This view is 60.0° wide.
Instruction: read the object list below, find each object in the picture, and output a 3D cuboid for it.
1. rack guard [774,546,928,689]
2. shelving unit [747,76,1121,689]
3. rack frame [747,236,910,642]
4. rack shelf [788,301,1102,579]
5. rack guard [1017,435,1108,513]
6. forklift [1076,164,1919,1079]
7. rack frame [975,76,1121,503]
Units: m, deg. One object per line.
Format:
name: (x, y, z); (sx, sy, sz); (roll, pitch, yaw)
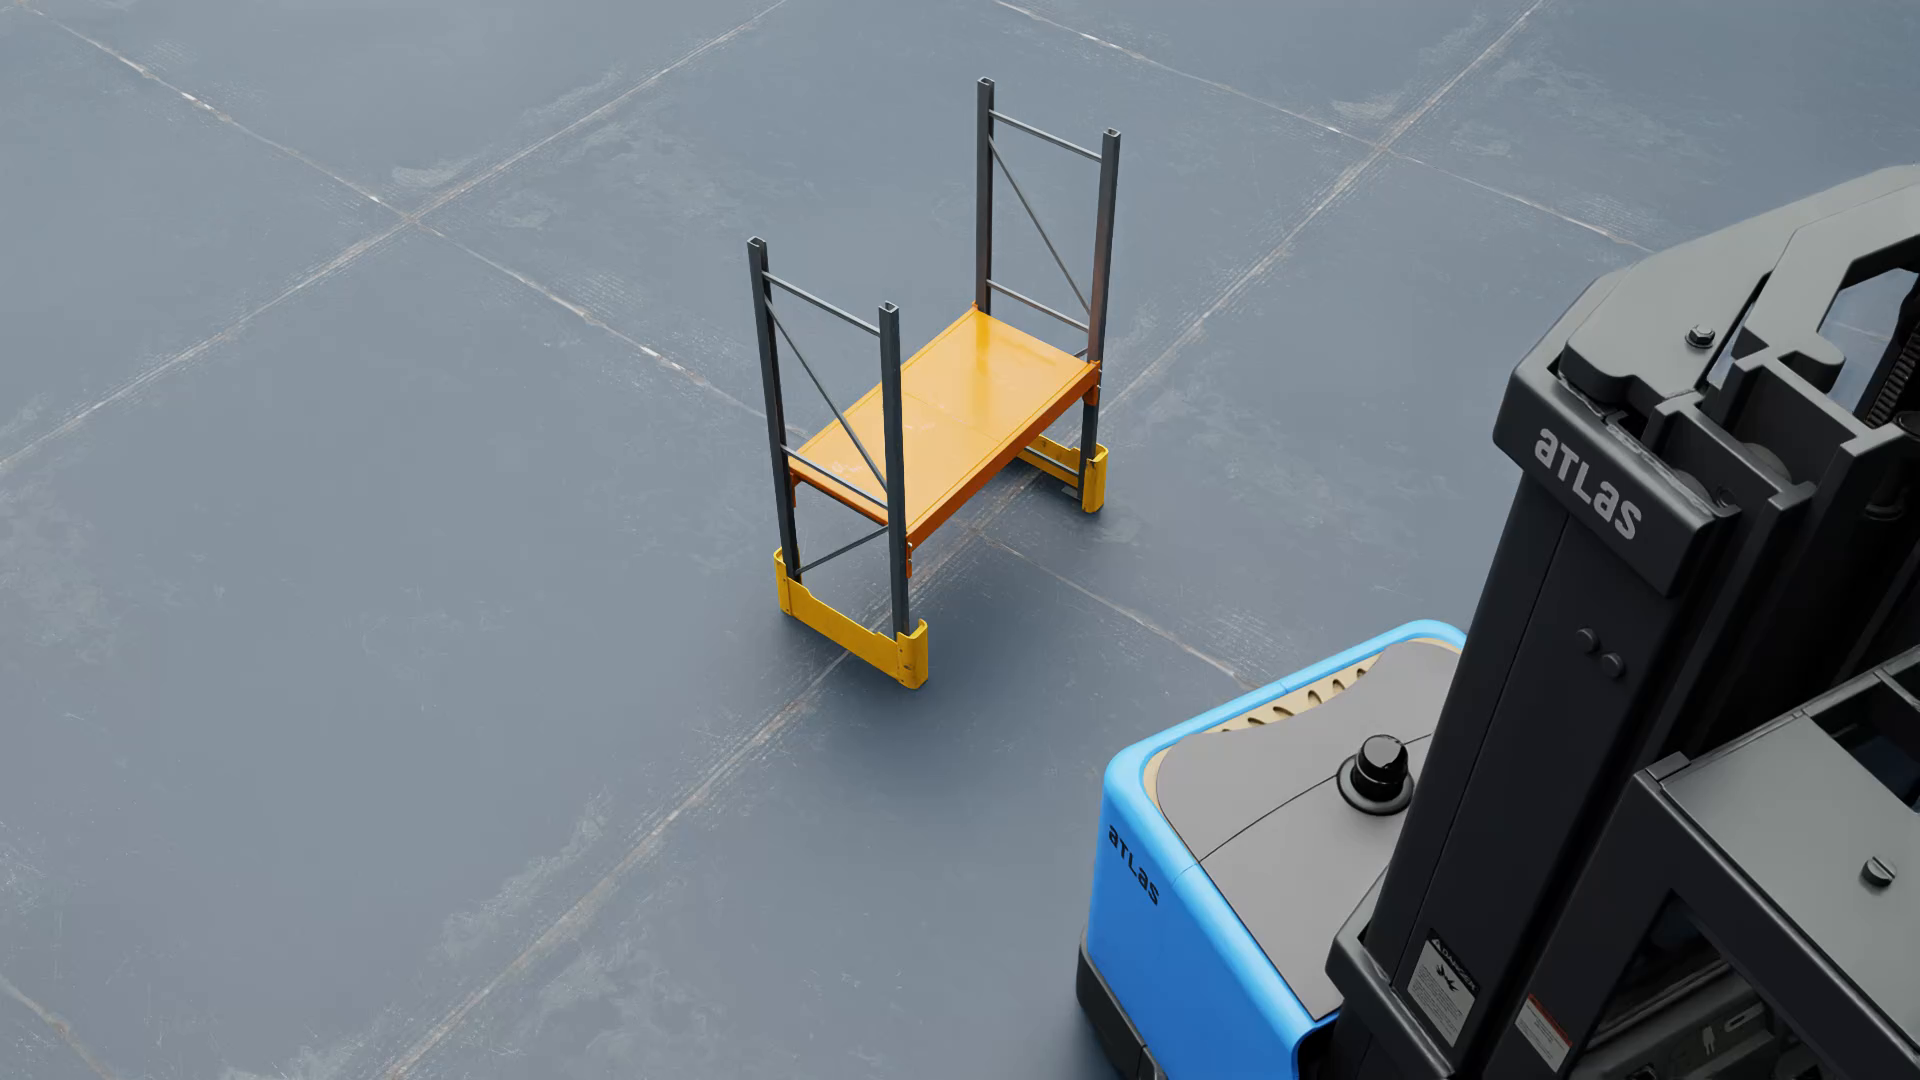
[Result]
rack guard: (-0.351, 0.242, 5.346); (0.587, 0.250, 0.087); (29, 53, 25)
shelving unit: (-0.047, -0.474, 5.166); (0.587, 1.500, 1.083); (29, 53, 25)
rack frame: (-0.363, -0.178, 4.883); (0.500, 1.500, 0.032); (29, 53, 25)
rack shelf: (-0.052, -0.345, 5.291); (0.538, 0.185, 1.000); (29, 53, 25)
rack guard: (0.258, -0.328, 5.890); (0.587, 0.250, 0.087); (29, 53, 25)
forklift: (1.445, 1.009, 2.759); (1.130, 2.935, 3.031); (-21, 50, -19)
rack frame: (0.259, -0.760, 5.439); (0.500, 1.500, 0.032); (29, 53, 25)
